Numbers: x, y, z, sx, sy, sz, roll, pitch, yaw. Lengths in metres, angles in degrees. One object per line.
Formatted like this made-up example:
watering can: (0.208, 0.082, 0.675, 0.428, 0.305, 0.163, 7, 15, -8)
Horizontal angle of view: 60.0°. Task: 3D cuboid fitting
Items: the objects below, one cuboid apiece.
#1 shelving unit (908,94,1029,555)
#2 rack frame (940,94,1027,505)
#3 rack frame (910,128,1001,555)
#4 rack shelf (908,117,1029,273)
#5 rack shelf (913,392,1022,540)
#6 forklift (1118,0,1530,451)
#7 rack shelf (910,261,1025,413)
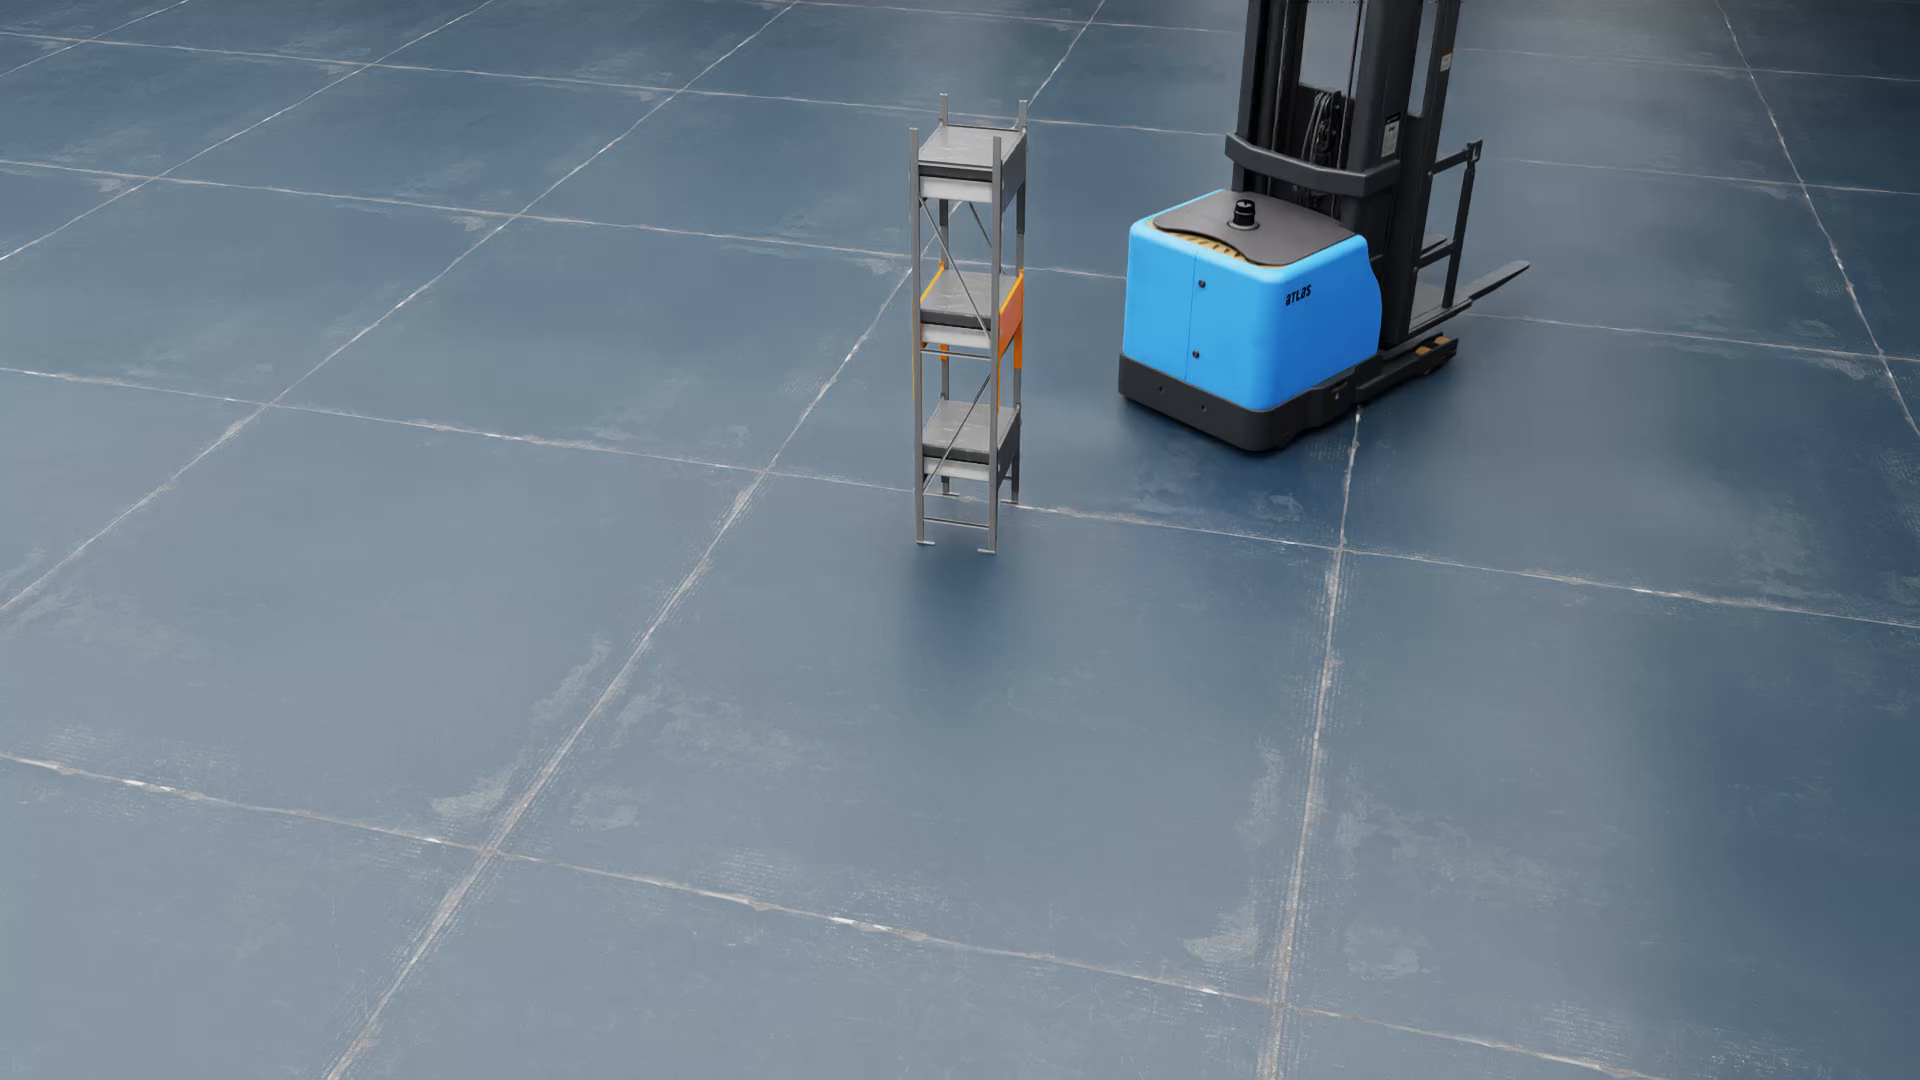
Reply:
shelving unit: (0.042, -0.972, 7.822, 0.431, 2.100, 0.503, 8, 33, 12)
rack frame: (0.104, -1.099, 8.021, 0.400, 2.100, 0.015, 8, 33, 12)
rack frame: (-0.020, -0.845, 7.623, 0.400, 2.100, 0.015, 8, 33, 12)
rack shelf: (0.042, -1.551, 7.454, 0.431, 0.518, 0.480, 8, 33, 12)
rack shelf: (0.042, -0.370, 8.205, 0.431, 0.518, 0.480, 8, 33, 12)
forklift: (2.314, -2.388, 9.274, 3.031, 2.935, 1.130, -27, 41, -35)
rack shelf: (0.042, -0.960, 7.829, 0.431, 0.518, 0.480, 8, 33, 12)
